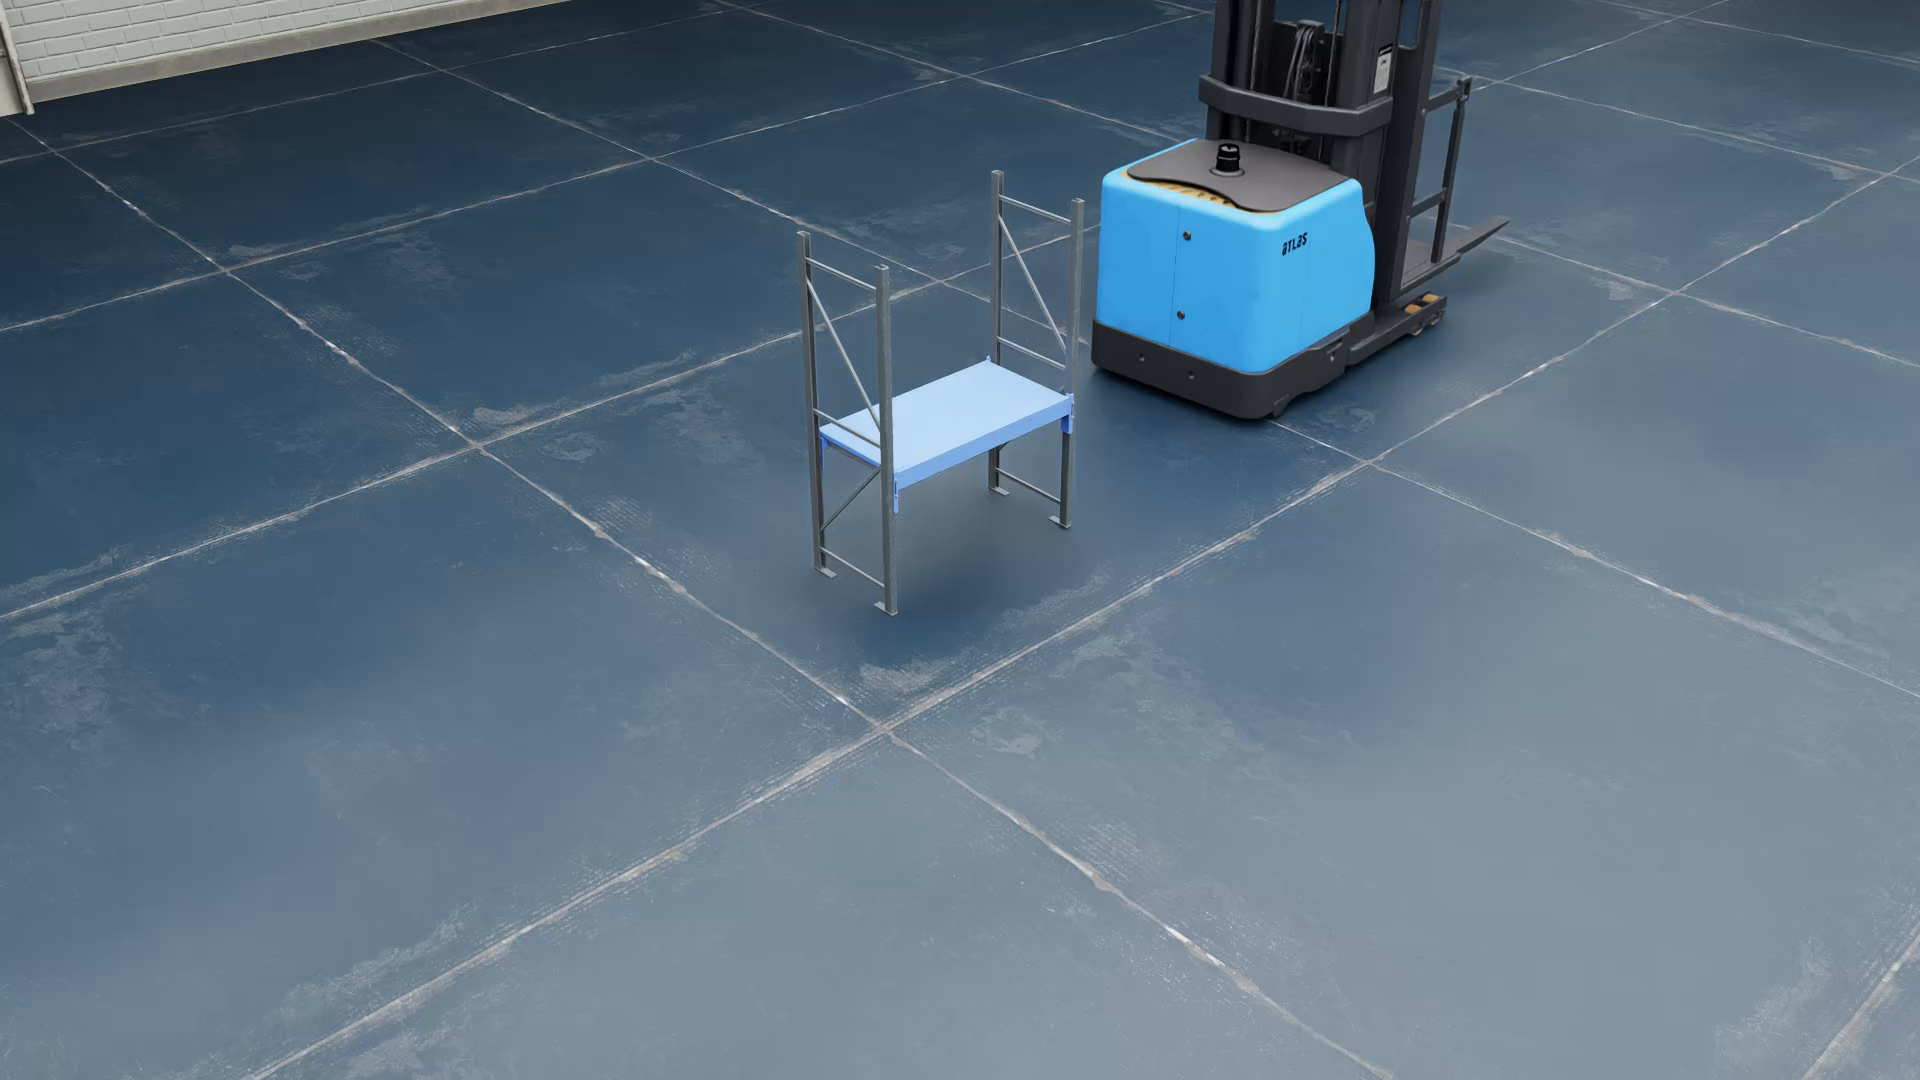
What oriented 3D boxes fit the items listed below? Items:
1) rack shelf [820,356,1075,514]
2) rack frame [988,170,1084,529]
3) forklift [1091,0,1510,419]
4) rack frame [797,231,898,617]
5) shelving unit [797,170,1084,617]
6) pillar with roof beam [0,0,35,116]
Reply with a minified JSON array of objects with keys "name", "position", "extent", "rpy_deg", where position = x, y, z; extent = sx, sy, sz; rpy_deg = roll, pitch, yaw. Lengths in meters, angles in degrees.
[{"name":"rack shelf","position":[-0.063,-0.456,6.903],"extent":[1.000,0.185,0.538],"rpy_deg":[-26,40,-35]},{"name":"rack frame","position":[0.310,-0.790,7.104],"extent":[0.032,1.500,0.500],"rpy_deg":[-26,40,-35]},{"name":"forklift","position":[2.040,-2.523,8.567],"extent":[1.130,2.935,3.031],"rpy_deg":[25,39,35]},{"name":"rack frame","position":[-0.435,-0.429,6.514],"extent":[0.032,1.500,0.500],"rpy_deg":[-26,40,-35]},{"name":"shelving unit","position":[-0.063,-0.610,6.809],"extent":[1.048,1.500,0.538],"rpy_deg":[-26,40,-35]},{"name":"pillar with roof beam","position":[-4.272,-5.389,7.437],"extent":[0.400,9.000,9.100],"rpy_deg":[-26,40,-35]}]
